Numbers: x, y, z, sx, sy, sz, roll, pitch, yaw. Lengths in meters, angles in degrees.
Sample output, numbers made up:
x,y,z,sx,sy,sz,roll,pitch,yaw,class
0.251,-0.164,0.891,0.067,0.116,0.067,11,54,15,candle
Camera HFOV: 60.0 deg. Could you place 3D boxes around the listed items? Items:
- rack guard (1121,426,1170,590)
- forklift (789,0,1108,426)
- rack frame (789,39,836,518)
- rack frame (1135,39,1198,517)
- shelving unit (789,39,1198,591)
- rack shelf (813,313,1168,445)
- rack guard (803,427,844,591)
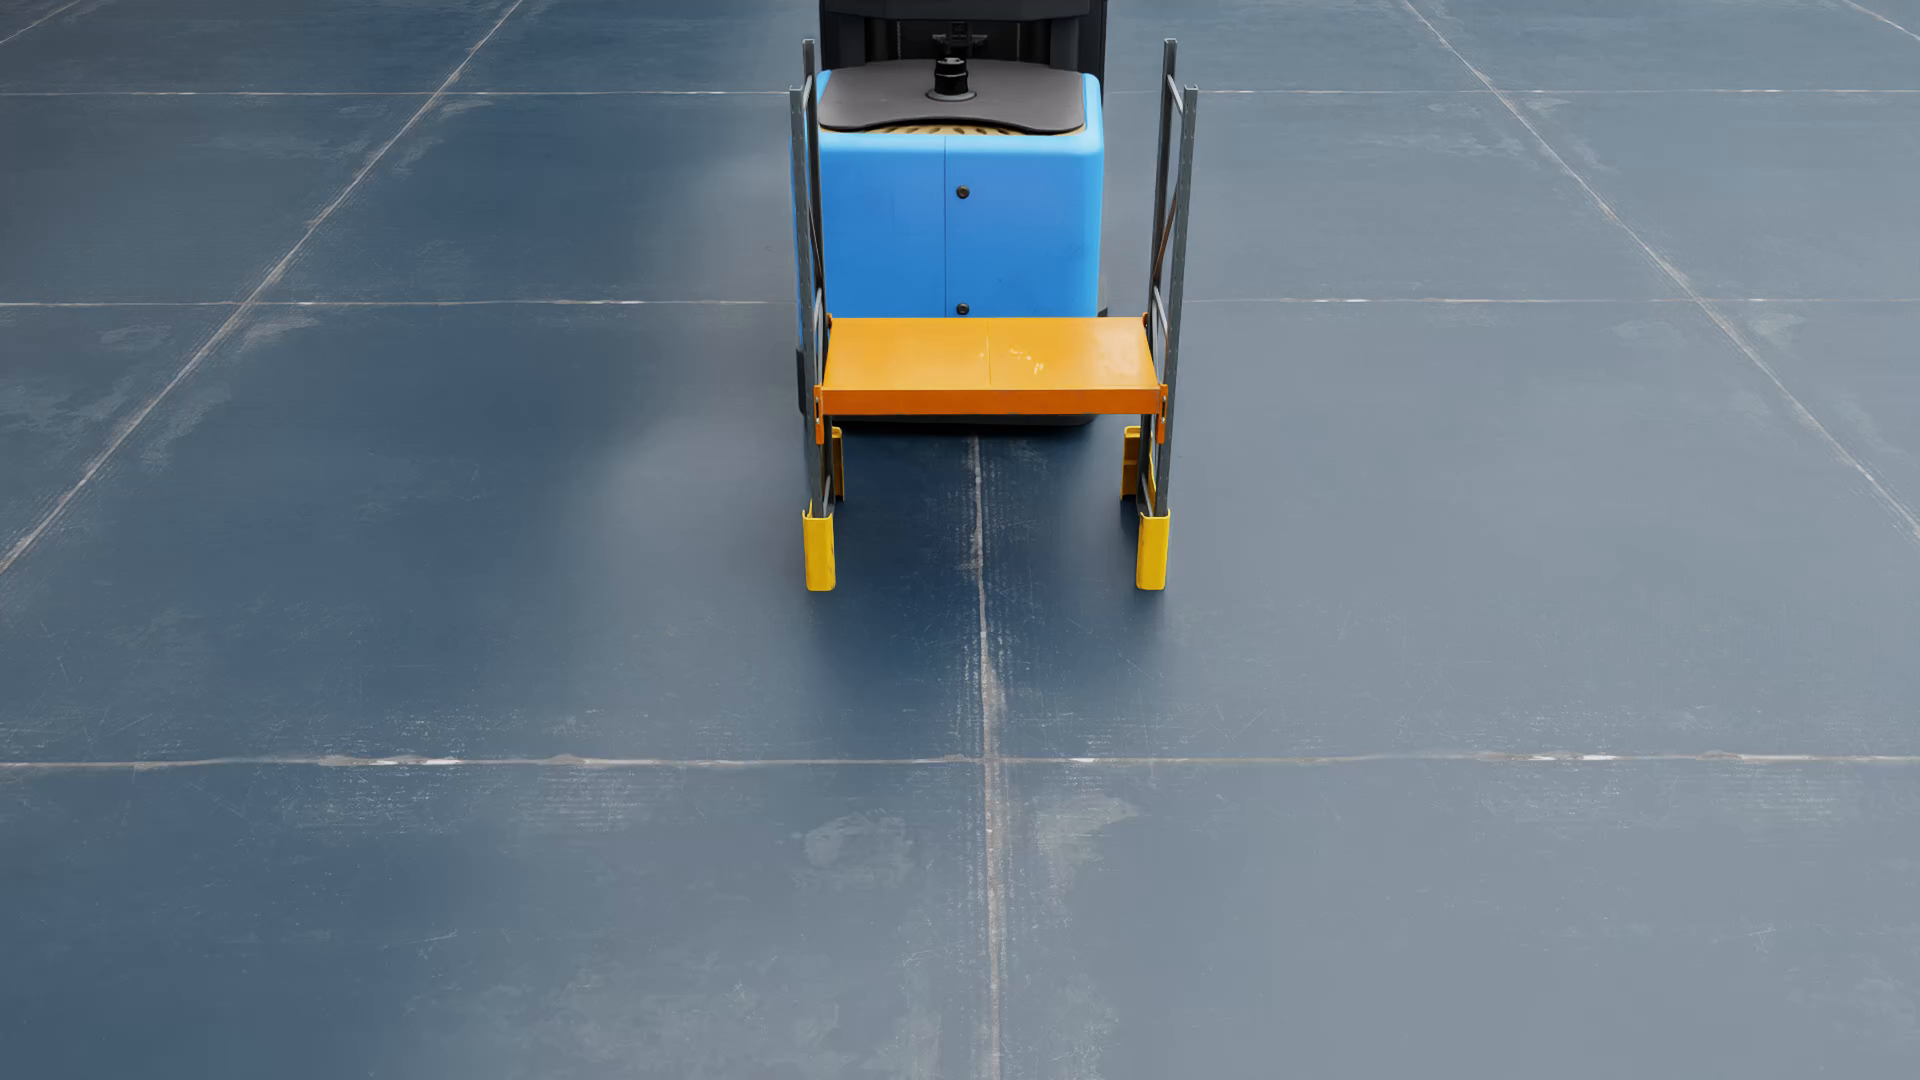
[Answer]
x,y,z,sx,sy,sz,roll,pitch,yaw,class
0.574,-0.109,5.188,0.087,0.250,0.587,0,31,0,rack guard
0.024,-2.380,6.347,1.130,2.935,3.031,1,31,2,forklift
-0.423,-0.640,4.859,0.032,1.500,0.500,0,31,0,rack frame
0.594,-0.643,4.864,0.032,1.500,0.500,0,31,0,rack frame
0.076,-0.641,4.861,1.083,1.500,0.587,0,31,0,shelving unit
0.085,-0.488,4.955,1.000,0.185,0.538,0,31,0,rack shelf
-0.422,-0.106,5.183,0.087,0.250,0.587,0,31,0,rack guard
